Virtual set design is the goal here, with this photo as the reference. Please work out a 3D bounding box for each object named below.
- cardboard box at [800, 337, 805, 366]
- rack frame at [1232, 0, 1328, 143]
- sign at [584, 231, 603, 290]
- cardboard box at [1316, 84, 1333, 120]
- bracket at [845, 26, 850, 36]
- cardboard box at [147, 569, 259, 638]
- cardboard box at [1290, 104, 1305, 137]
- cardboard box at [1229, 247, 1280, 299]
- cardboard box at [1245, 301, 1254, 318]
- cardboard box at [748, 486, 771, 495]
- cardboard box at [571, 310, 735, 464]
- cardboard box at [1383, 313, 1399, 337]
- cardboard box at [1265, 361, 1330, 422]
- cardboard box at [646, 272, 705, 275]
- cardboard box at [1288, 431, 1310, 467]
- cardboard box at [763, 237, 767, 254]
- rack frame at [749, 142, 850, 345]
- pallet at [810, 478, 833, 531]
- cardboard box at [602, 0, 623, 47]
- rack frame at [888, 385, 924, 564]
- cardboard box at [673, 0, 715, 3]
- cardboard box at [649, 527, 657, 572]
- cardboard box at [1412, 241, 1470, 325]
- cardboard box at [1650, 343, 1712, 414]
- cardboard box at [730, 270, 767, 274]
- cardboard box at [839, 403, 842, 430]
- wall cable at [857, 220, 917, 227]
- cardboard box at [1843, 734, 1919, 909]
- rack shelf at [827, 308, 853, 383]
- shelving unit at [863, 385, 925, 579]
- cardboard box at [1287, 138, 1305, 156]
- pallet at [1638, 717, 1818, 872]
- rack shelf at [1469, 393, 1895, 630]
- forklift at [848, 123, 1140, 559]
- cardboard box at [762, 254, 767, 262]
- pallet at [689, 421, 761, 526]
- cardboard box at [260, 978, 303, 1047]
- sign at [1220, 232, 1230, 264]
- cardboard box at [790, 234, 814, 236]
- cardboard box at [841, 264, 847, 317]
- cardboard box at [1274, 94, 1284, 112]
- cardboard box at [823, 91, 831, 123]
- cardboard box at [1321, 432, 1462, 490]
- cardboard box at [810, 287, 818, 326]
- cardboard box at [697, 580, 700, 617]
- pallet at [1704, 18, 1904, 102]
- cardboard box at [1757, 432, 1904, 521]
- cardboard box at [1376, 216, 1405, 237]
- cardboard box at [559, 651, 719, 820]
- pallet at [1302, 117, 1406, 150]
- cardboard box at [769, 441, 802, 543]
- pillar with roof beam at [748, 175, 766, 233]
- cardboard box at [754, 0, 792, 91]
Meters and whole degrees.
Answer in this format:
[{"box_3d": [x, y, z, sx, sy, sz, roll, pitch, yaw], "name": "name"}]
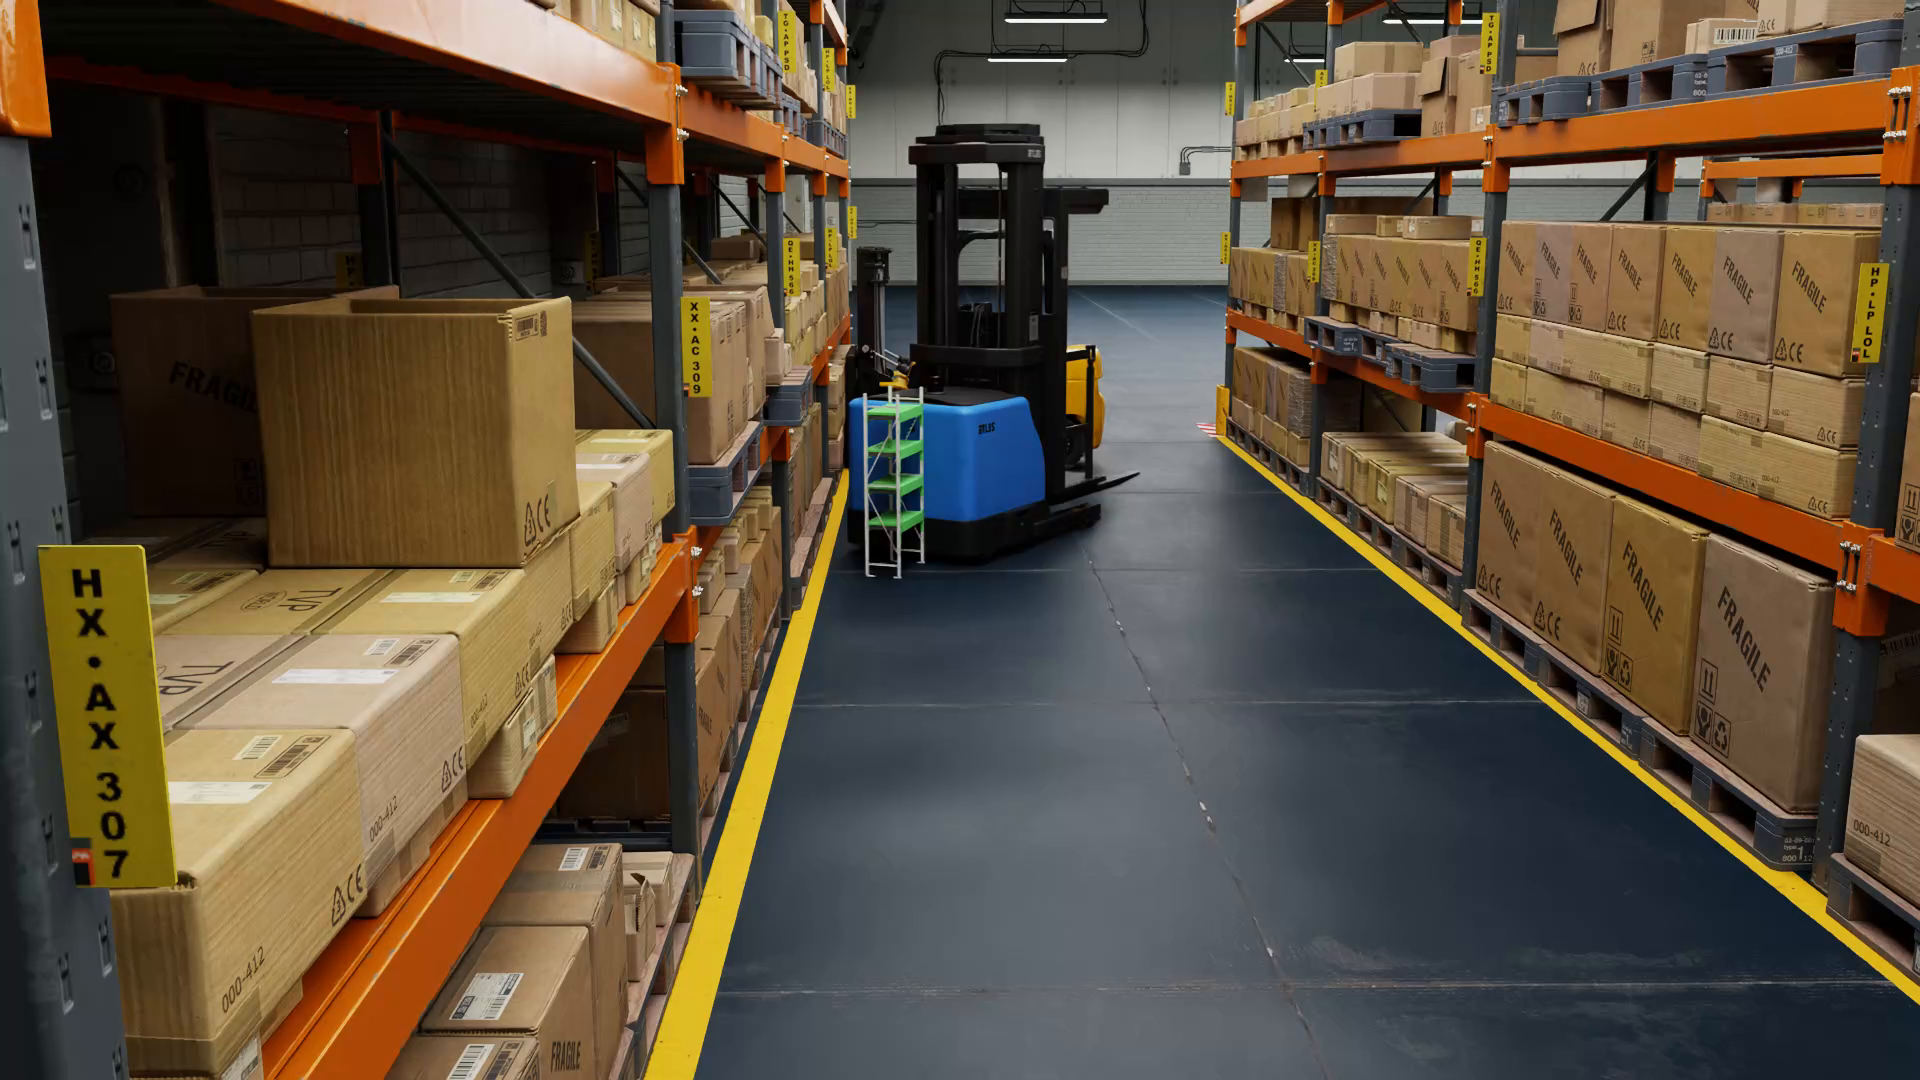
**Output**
[{"box_3d": [-1.280, -1.217, 10.891, 0.500, 0.250, 0.500, -1, 11, -3], "name": "cardboard box"}, {"box_3d": [3.305, -5.550, 16.785, 1.000, 3.000, 0.127, 0, 11, -1], "name": "rack frame"}, {"box_3d": [-2.047, -1.563, 9.309, 0.100, 0.325, 0.005, 0, 11, -1], "name": "sign"}, {"box_3d": [2.999, -3.300, 12.557, 0.500, 0.250, 0.500, -1, 11, -3], "name": "cardboard box"}, {"box_3d": [-2.676, -11.841, 38.739, 0.235, 0.232, 0.430, 0, 11, -1], "name": "bracket"}, {"box_3d": [-1.616, 0.228, 3.021, 0.500, 0.250, 0.500, 0, 11, 1], "name": "cardboard box"}, {"box_3d": [3.098, -3.545, 14.072, 0.500, 0.250, 0.500, 0, 11, -2], "name": "cardboard box"}, {"box_3d": [3.038, -2.710, 16.872, 0.500, 0.500, 0.500, 0, 11, -2], "name": "cardboard box"}, {"box_3d": [3.009, -2.265, 16.311, 0.380, 0.149, 0.250, 0, 11, 0], "name": "cardboard box"}, {"box_3d": [-1.228, -0.200, 9.102, 0.380, 0.149, 0.250, -1, 11, -4], "name": "cardboard box"}, {"box_3d": [-1.196, -0.556, 5.946, 0.700, 0.500, 0.500, 0, 11, 0], "name": "cardboard box"}, {"box_3d": [3.118, -1.475, 11.359, 0.380, 0.149, 0.250, -1, 11, -3], "name": "cardboard box"}, {"box_3d": [3.084, -1.360, 15.192, 0.500, 0.500, 0.500, 0, 11, 2], "name": "cardboard box"}, {"box_3d": [-1.853, -1.683, 10.928, 0.380, 0.149, 0.250, 0, 11, -2], "name": "cardboard box"}, {"box_3d": [3.107, -0.790, 14.268, 0.500, 0.250, 0.500, 0, 11, 1], "name": "cardboard box"}, {"box_3d": [-1.877, -2.624, 14.816, 0.380, 0.149, 0.250, 0, 11, -2], "name": "cardboard box"}, {"box_3d": [-1.657, -2.589, 17.277, 1.000, 3.000, 0.127, 0, 11, -1], "name": "rack frame"}, {"box_3d": [-1.520, -0.281, 12.914, 1.003, 0.211, 1.213, 0, 11, -1], "name": "pallet"}, {"box_3d": [-1.108, -1.378, 4.397, 0.380, 0.149, 0.250, 0, 11, 1], "name": "cardboard box"}, {"box_3d": [-0.362, -0.437, 11.193, 0.240, 1.200, 0.015, 3, 12, 17], "name": "rack frame"}, {"box_3d": [-1.018, -1.867, 5.495, 0.380, 0.149, 0.250, 0, 11, 0], "name": "cardboard box"}, {"box_3d": [-1.123, 0.033, 4.982, 0.380, 0.149, 0.250, 0, 11, 0], "name": "cardboard box"}, {"box_3d": [3.162, -1.613, 10.408, 0.500, 0.500, 0.500, 0, 11, -2], "name": "cardboard box"}, {"box_3d": [3.267, -0.685, 7.013, 0.500, 0.250, 0.500, 0, 11, 0], "name": "cardboard box"}, {"box_3d": [-1.343, -1.738, 11.200, 0.380, 0.149, 0.250, 0, 11, -1], "name": "cardboard box"}, {"box_3d": [-1.288, -1.095, 14.514, 0.500, 0.250, 0.500, 0, 11, -1], "name": "cardboard box"}, {"box_3d": [-1.903, -10.420, 48.597, 3.097, 2.526, 0.112, 0, 11, -1], "name": "wall cable"}, {"box_3d": [3.459, 0.950, 5.219, 0.875, 0.438, 0.875, 0, 11, -2], "name": "cardboard box"}, {"box_3d": [-1.616, -1.839, 15.389, 1.077, 0.370, 4.000, 0, 11, -1], "name": "rack shelf"}, {"box_3d": [-0.432, -0.390, 10.964, 0.258, 1.200, 0.503, 3, 12, 17], "name": "shelving unit"}, {"box_3d": [3.070, -3.428, 14.501, 0.380, 0.149, 0.250, 0, 11, 0], "name": "cardboard box"}, {"box_3d": [3.462, 0.989, 6.655, 1.003, 0.211, 1.213, 0, 11, -1], "name": "pallet"}, {"box_3d": [3.512, -0.270, 7.655, 1.077, 0.370, 4.000, 0, 11, -1], "name": "rack shelf"}, {"box_3d": [0.411, -1.555, 12.351, 1.130, 2.935, 3.031, 7, 13, 31], "name": "forklift"}, {"box_3d": [-1.831, -2.427, 14.596, 0.380, 0.149, 0.250, 0, 11, 1], "name": "cardboard box"}, {"box_3d": [-1.317, -0.269, 6.324, 1.003, 0.211, 1.213, 0, 11, -1], "name": "pallet"}, {"box_3d": [-1.110, 0.598, 2.201, 0.380, 0.149, 0.250, 0, 11, 0], "name": "cardboard box"}, {"box_3d": [2.763, -3.032, 17.284, 0.100, 0.325, 0.005, 0, 11, -1], "name": "sign"}, {"box_3d": [-1.440, -2.881, 16.084, 0.380, 0.149, 0.250, 0, 11, -1], "name": "cardboard box"}, {"box_3d": [-1.383, -2.438, 16.282, 0.500, 0.500, 0.500, 0, 11, 1], "name": "cardboard box"}, {"box_3d": [3.036, -3.923, 14.933, 0.380, 0.149, 0.250, 0, 11, 0], "name": "cardboard box"}, {"box_3d": [-1.348, -3.642, 13.837, 0.500, 0.311, 0.500, 0, 11, 0], "name": "cardboard box"}, {"box_3d": [3.401, -0.629, 13.168, 0.950, 0.372, 0.625, 0, 11, 0], "name": "cardboard box"}, {"box_3d": [-1.286, -1.665, 11.842, 0.500, 0.250, 0.500, 0, 11, 0], "name": "cardboard box"}, {"box_3d": [-1.270, 0.265, 6.808, 0.380, 0.149, 0.250, 0, 11, -2], "name": "cardboard box"}, {"box_3d": [3.485, -1.783, 6.242, 0.805, 0.209, 1.217, -1, 11, -3], "name": "pallet"}, {"box_3d": [3.292, -0.240, 6.073, 0.500, 0.250, 0.500, -1, 11, -3], "name": "cardboard box"}, {"box_3d": [3.170, -2.223, 11.786, 0.380, 0.149, 0.250, 0, 11, 2], "name": "cardboard box"}, {"box_3d": [-1.194, 0.718, 6.205, 0.500, 0.500, 0.500, 0, 11, 1], "name": "cardboard box"}, {"box_3d": [3.294, -3.070, 12.576, 1.213, 0.211, 1.003, 0, 11, -1], "name": "pallet"}, {"box_3d": [-1.512, -0.295, 10.885, 0.875, 0.625, 0.625, 0, 11, 1], "name": "cardboard box"}, {"box_3d": [1.636, -6.598, 21.947, 9.100, 9.000, 0.400, 0, 11, -1], "name": "pillar with roof beam"}, {"box_3d": [-1.263, -2.918, 9.794, 0.500, 0.500, 0.500, 0, 11, -1], "name": "cardboard box"}]
